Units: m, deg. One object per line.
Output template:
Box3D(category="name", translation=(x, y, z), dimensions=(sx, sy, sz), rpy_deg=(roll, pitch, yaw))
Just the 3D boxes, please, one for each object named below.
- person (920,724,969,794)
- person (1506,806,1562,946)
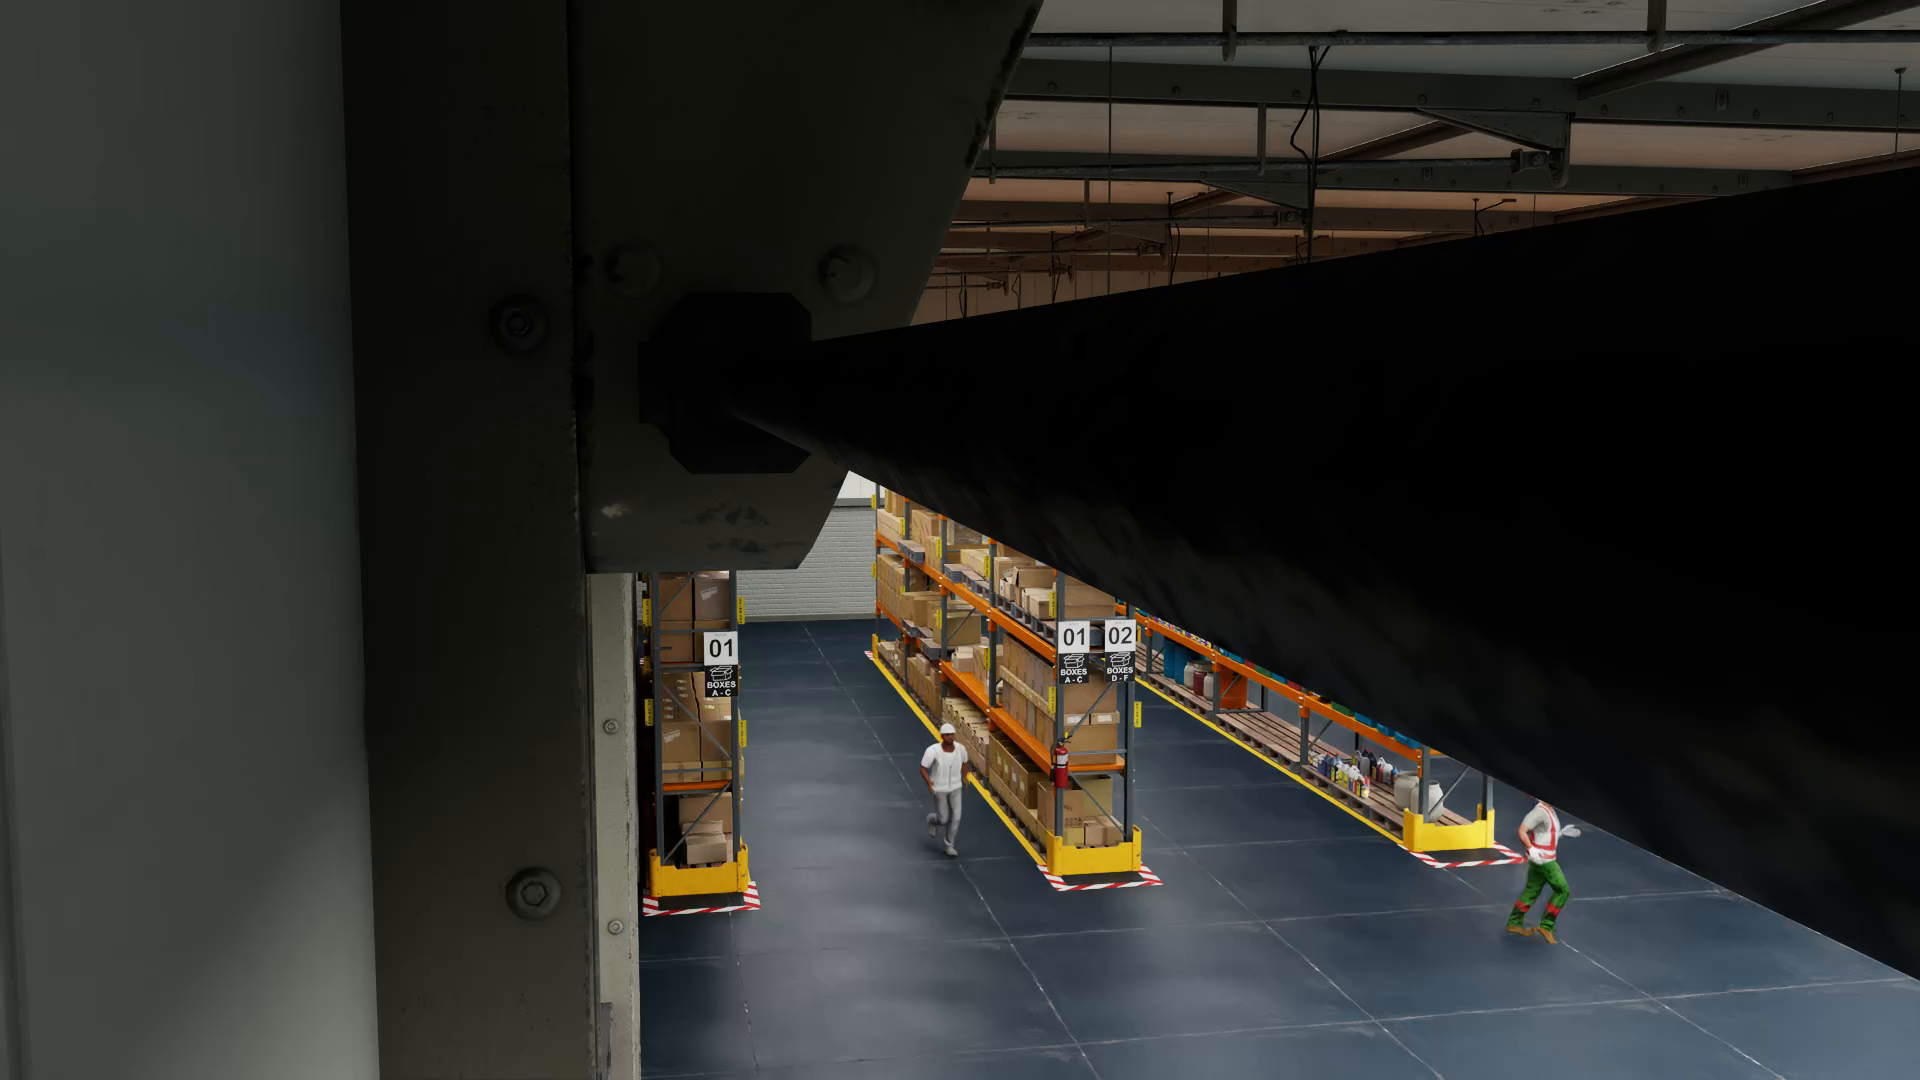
Box3D(category="person", translation=(-0.152, 2.853, 21.698), dimensions=(0.694, 0.917, 0.436), rpy_deg=(-2, 6, -21))
Box3D(category="person", translation=(6.387, 3.699, 18.456), dimensions=(0.570, 1.569, 0.410), rpy_deg=(2, 6, 17))
